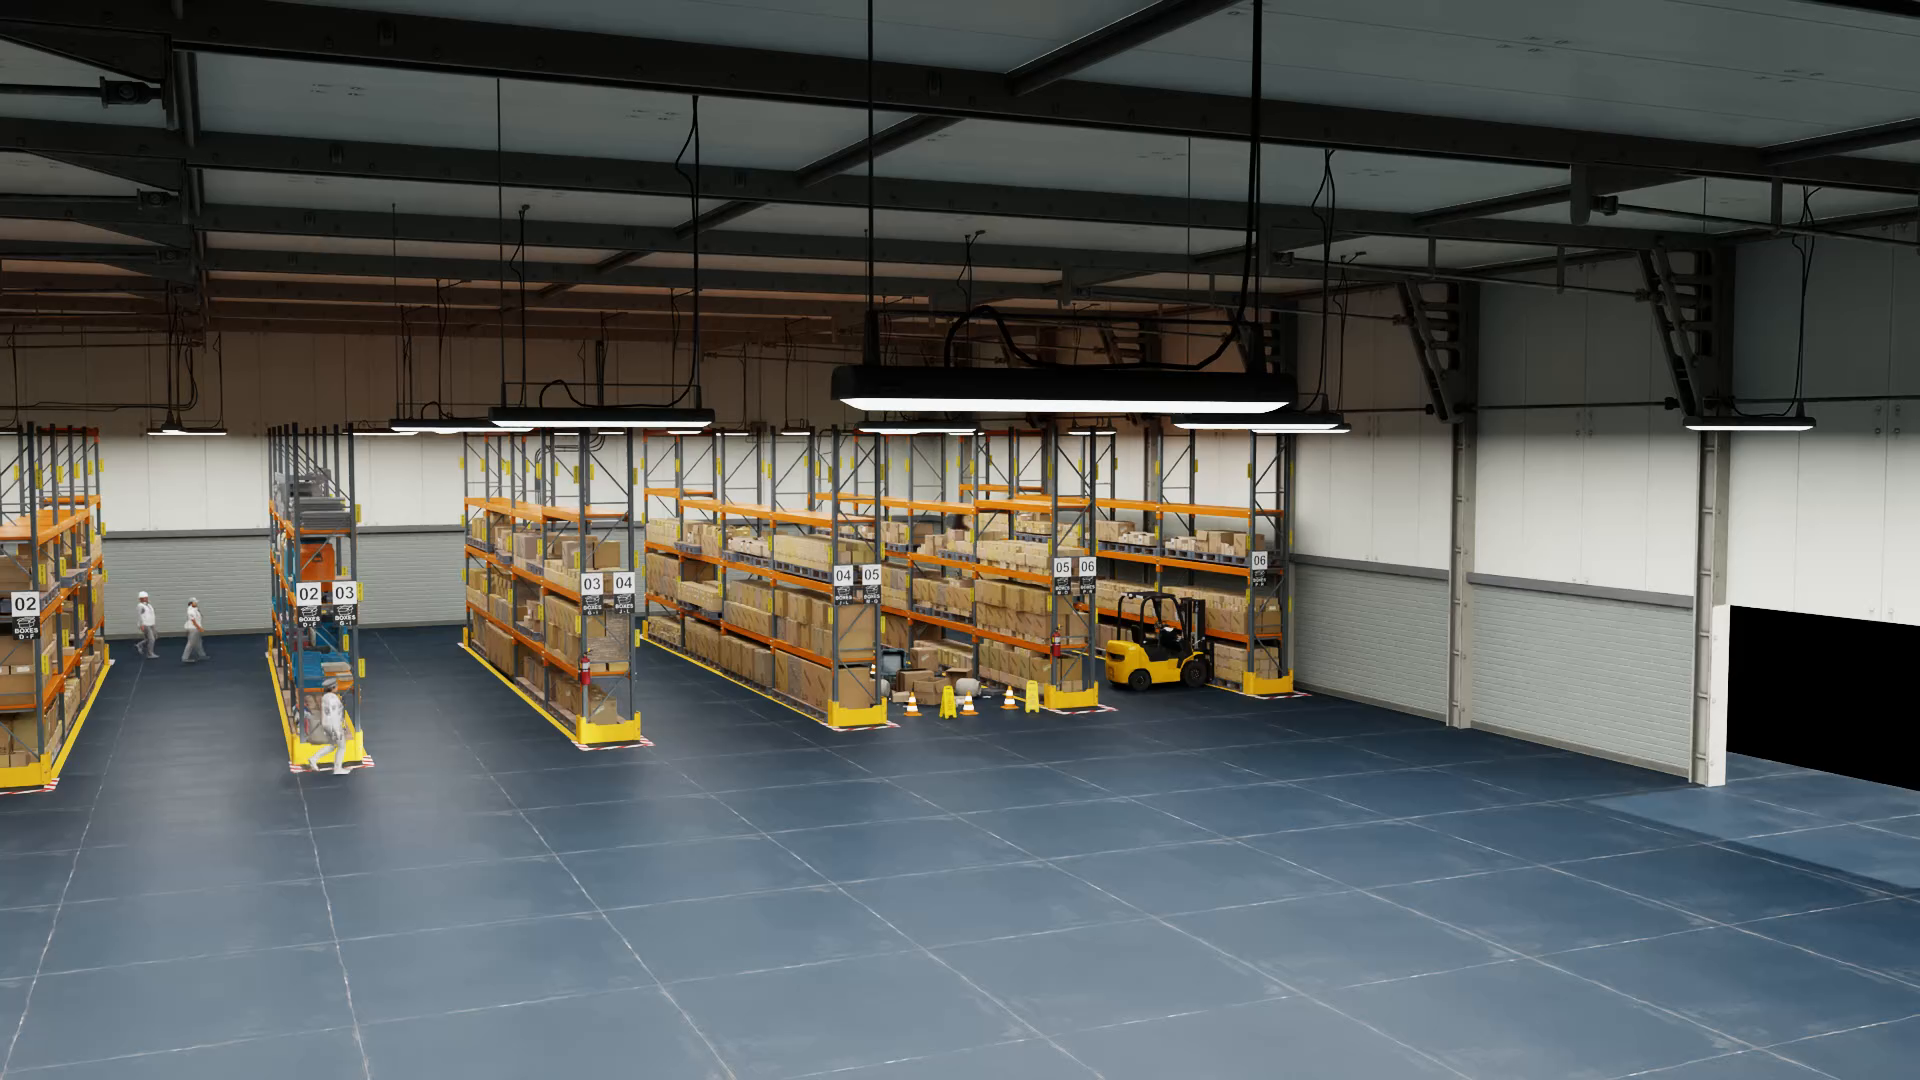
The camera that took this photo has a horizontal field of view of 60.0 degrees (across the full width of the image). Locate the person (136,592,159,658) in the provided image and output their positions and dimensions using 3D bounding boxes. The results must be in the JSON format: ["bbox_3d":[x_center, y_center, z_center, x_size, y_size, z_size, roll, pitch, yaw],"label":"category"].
[{"bbox_3d":[-21.176,2.207,43.176,0.669,1.741,0.571,0,3,3],"label":"person"}]

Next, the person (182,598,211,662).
[{"bbox_3d":[-19.555,2.290,42.611,0.550,1.642,0.834,3,5,43],"label":"person"}]

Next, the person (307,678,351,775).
[{"bbox_3d":[-10.664,3.165,28.170,0.630,1.649,0.535,-3,4,-39],"label":"person"}]
